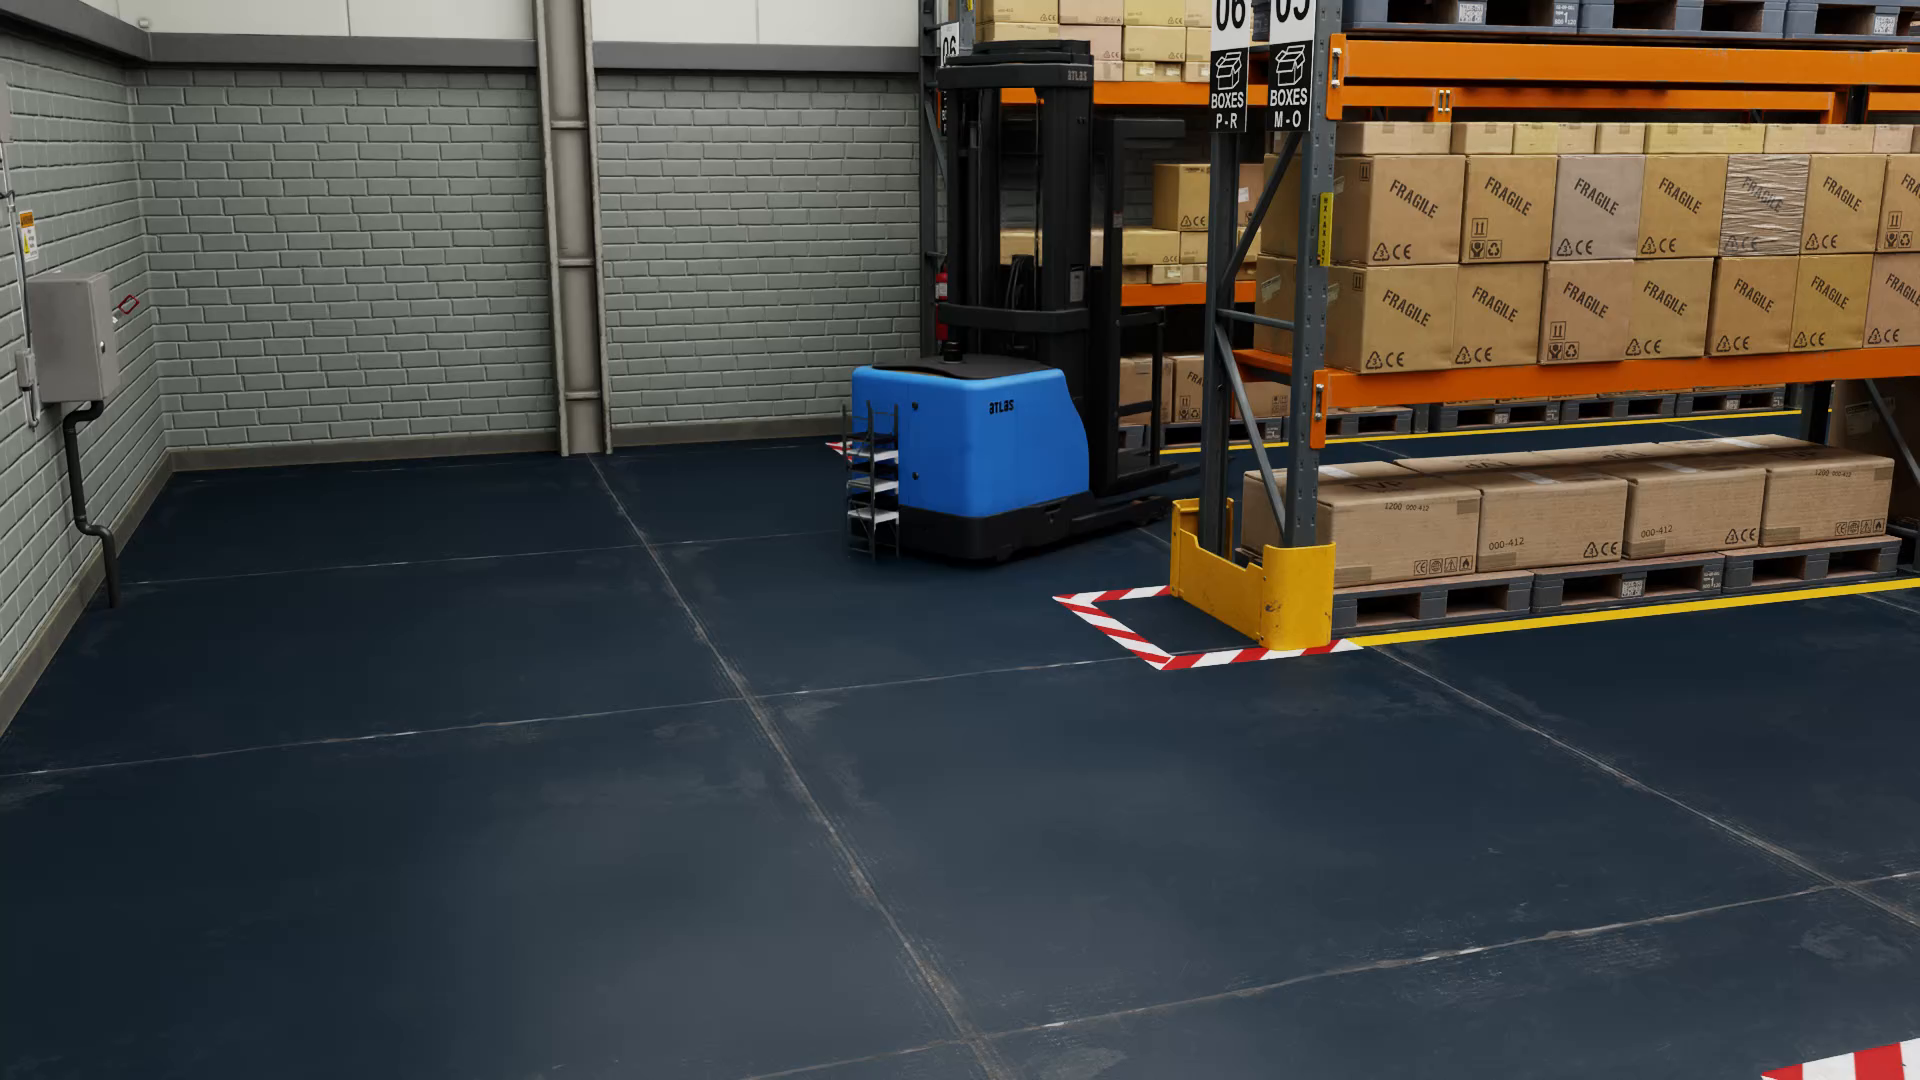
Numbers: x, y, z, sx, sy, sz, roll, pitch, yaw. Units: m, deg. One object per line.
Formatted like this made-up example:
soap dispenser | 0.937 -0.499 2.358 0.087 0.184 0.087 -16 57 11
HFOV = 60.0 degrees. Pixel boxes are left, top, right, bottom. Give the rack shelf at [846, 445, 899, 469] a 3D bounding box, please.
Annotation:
rack shelf | -0.514 -0.479 9.578 0.258 0.077 0.200 11 18 40

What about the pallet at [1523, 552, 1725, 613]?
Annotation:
pallet | 3.369 0.123 9.170 1.213 0.211 1.003 -4 14 -18

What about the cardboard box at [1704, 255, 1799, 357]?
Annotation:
cardboard box | 3.957 -1.242 8.668 0.500 0.500 0.500 -5 14 -19

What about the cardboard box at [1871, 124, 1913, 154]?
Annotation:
cardboard box | 4.798 -2.126 8.820 0.250 0.149 0.380 -4 14 -17

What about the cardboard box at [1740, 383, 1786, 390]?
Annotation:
cardboard box | 7.145 -1.657 15.121 0.500 0.500 0.500 -4 14 -16

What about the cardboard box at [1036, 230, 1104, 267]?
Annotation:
cardboard box | 0.889 -2.240 12.760 0.500 0.250 0.500 -4 14 -17

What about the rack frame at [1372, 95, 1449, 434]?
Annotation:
rack frame | 3.686 -2.452 13.969 0.127 3.000 1.000 -4 14 -18

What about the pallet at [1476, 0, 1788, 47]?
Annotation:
pallet | 3.340 -2.632 8.437 1.213 0.211 1.003 -4 14 -18

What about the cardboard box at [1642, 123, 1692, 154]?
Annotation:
cardboard box | 3.390 -1.990 8.247 0.250 0.149 0.380 -5 14 -19

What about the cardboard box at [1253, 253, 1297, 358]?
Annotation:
cardboard box | 1.855 -1.211 8.534 0.500 0.500 0.500 -4 14 -18

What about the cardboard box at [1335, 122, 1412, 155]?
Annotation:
cardboard box | 1.907 -1.884 7.805 0.250 0.149 0.380 -4 14 -17

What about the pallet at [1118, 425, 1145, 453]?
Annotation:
pallet | 0.723 -0.865 13.322 1.213 0.211 1.003 -4 14 -18

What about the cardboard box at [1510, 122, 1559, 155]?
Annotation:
cardboard box | 2.659 -1.937 8.025 0.250 0.149 0.380 -5 14 -20

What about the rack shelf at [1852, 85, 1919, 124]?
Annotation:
rack shelf | 7.169 -2.620 9.750 4.000 0.370 1.077 -4 14 -18

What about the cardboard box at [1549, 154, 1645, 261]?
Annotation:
cardboard box | 3.001 -1.656 8.245 0.500 0.500 0.500 -5 14 -18

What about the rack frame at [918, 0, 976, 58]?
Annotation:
rack frame | -0.105 -5.075 12.033 0.127 3.000 1.000 -4 14 -18

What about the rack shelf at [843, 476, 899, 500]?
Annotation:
rack shelf | -0.514 -0.304 9.620 0.258 0.077 0.200 11 18 40

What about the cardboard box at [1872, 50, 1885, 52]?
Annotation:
cardboard box | 7.905 -4.305 14.658 0.250 0.166 0.380 -4 14 -18

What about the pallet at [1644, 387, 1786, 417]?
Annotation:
pallet | 6.758 -1.344 15.336 1.213 0.211 1.003 -4 14 -18

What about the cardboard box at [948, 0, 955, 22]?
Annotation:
cardboard box | 0.227 -4.025 12.701 0.500 0.250 0.500 -5 14 -20

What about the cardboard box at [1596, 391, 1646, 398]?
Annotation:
cardboard box | 5.686 -1.541 14.632 0.500 0.500 0.500 -5 14 -20

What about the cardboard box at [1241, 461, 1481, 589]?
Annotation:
cardboard box | 2.075 -0.097 8.697 0.875 0.438 0.875 -5 14 -20

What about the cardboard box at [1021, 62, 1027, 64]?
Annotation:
cardboard box | 0.512 -3.491 12.400 0.250 0.149 0.380 -4 14 -17

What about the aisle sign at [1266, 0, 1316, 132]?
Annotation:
aisle sign | 1.506 -2.264 7.562 0.004 0.787 0.394 -4 14 -18

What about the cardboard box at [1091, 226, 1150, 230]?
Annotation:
cardboard box | 1.206 -2.394 13.406 0.500 0.250 0.500 -4 14 -16

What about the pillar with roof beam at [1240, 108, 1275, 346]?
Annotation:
pillar with roof beam | 4.112 -4.573 9.920 0.400 9.000 9.100 -4 14 -18

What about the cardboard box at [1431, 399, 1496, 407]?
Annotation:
cardboard box | 4.217 -1.427 14.152 0.500 0.500 0.500 -4 14 -16

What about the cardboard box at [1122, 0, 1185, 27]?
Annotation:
cardboard box | 1.356 -3.982 12.521 0.500 0.250 0.500 -5 14 -19

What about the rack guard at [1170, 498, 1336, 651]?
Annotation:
rack guard | 1.459 0.149 8.434 0.348 0.500 1.175 -4 14 -18

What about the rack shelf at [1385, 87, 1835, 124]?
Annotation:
rack shelf | 5.582 -3.709 14.326 4.000 0.370 1.077 -4 14 -18

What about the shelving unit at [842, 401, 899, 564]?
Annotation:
shelving unit | -0.514 -0.336 9.612 0.258 0.900 0.210 11 18 40

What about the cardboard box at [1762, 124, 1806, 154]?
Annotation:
cardboard box | 4.099 -2.061 8.546 0.250 0.149 0.380 -5 14 -18

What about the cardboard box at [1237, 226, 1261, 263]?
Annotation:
cardboard box | 2.335 -2.358 13.257 0.500 0.250 0.500 -5 14 -18

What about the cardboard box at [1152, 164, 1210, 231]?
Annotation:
cardboard box | 1.833 -2.678 12.982 0.500 0.500 0.500 -4 14 -17

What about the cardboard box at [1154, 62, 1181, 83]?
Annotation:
cardboard box | 1.490 -3.555 12.668 0.250 0.149 0.380 -5 14 -19

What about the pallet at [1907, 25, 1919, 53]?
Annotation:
pallet | 6.126 -2.808 9.398 1.217 0.209 0.805 -5 14 -20

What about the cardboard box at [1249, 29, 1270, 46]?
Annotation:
cardboard box | 2.330 -3.816 12.905 0.500 0.250 0.500 -4 14 -17

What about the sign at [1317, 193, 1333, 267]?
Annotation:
sign | 1.653 -1.406 7.529 0.005 0.325 0.100 -4 14 -18

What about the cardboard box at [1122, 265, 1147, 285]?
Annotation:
cardboard box | 1.268 -2.081 12.951 0.250 0.149 0.380 -4 14 -17

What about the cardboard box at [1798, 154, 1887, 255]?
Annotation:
cardboard box | 4.430 -1.768 8.715 0.500 0.500 0.500 -5 14 -19

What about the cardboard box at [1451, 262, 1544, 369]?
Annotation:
cardboard box | 2.499 -1.133 8.207 0.500 0.500 0.500 -5 14 -19

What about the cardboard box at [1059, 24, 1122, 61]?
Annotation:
cardboard box | 0.878 -3.703 12.426 0.500 0.250 0.500 -4 14 -17

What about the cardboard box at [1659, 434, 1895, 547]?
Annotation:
cardboard box | 4.644 -0.299 9.545 0.875 0.438 0.875 -5 14 -19

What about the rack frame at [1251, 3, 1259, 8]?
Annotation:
rack frame | 1.482 -3.987 7.458 0.127 3.000 1.000 -4 14 -18

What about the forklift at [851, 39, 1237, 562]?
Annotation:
forklift | 0.693 -1.579 10.448 1.130 2.935 3.031 11 18 40

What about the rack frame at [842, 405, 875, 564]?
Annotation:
rack frame | -0.581 -0.319 9.538 0.240 0.900 0.006 11 18 40

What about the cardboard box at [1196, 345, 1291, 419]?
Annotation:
cardboard box | 2.312 -1.300 13.622 0.500 0.500 0.700 -5 14 -20
